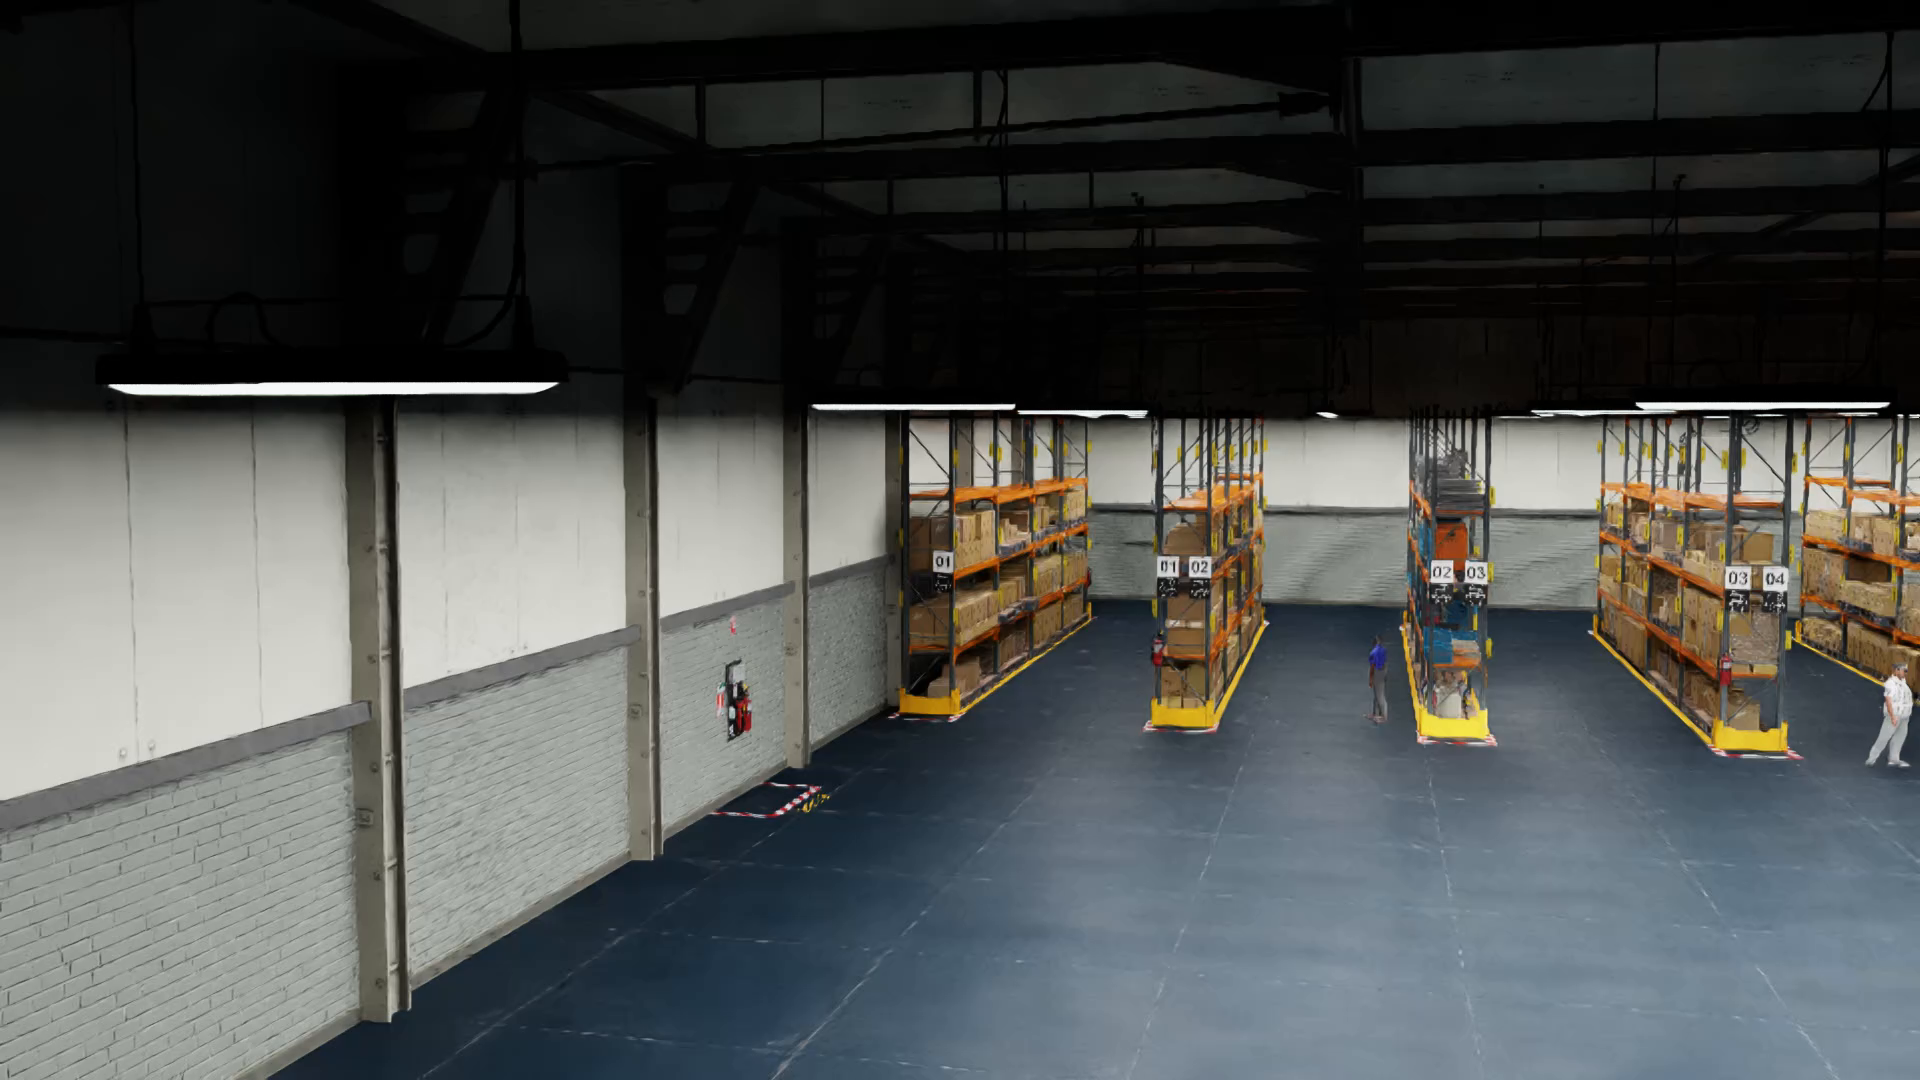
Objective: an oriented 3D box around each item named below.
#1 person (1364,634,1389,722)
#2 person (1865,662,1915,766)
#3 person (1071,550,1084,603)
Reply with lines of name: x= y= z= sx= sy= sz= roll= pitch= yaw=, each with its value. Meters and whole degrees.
person: x=7.947 y=2.609 z=31.702 sx=0.558 sy=1.650 sz=0.571 roll=3 pitch=5 yaw=36
person: x=15.388 y=2.882 z=27.508 sx=0.735 sy=1.747 sz=0.506 roll=-3 pitch=5 yaw=-32
person: x=3.659 y=1.157 z=51.988 sx=0.650 sy=1.676 sz=0.417 roll=-4 pitch=6 yaw=-42
